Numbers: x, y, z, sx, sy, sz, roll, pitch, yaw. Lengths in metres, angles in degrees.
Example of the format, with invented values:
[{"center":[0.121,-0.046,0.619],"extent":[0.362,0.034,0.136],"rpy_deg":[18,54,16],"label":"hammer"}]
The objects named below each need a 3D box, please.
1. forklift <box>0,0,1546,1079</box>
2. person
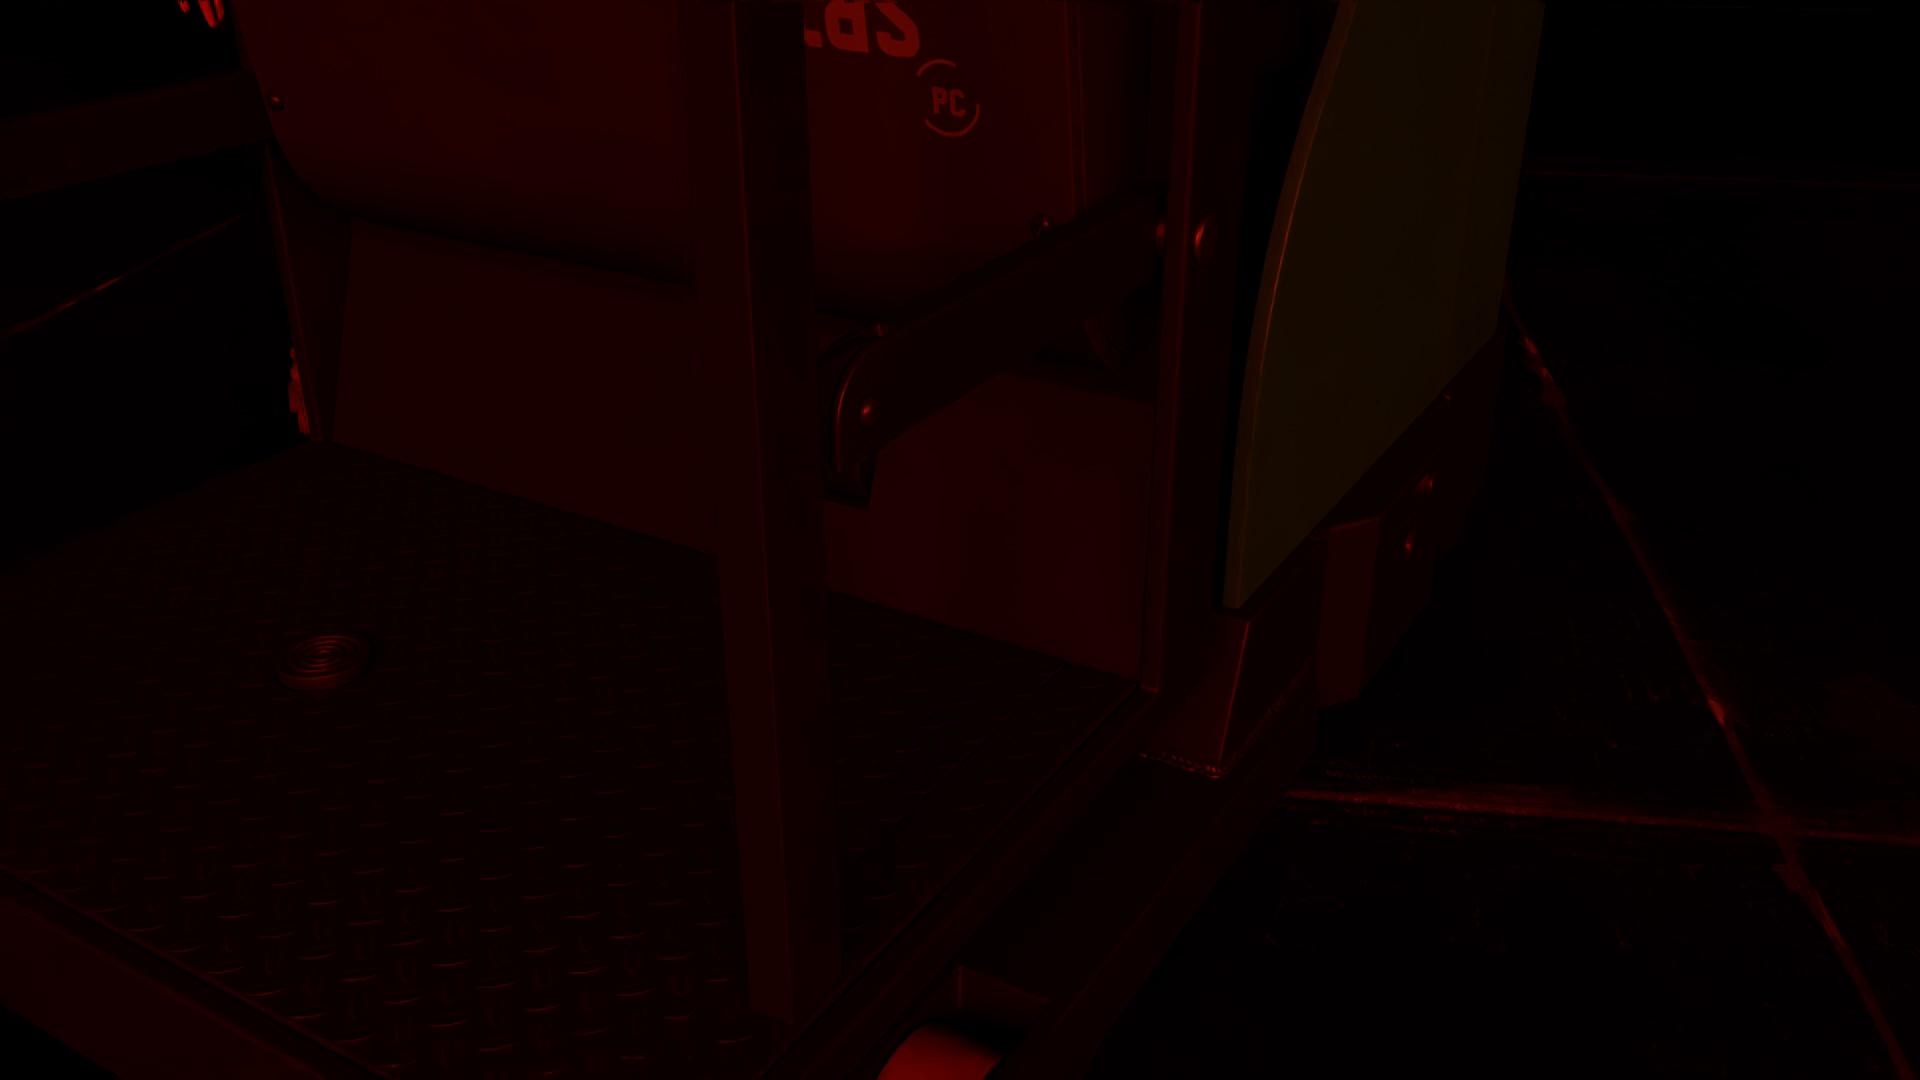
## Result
[{"center":[-0.395,-0.907,1.034],"extent":[1.130,2.935,3.031],"rpy_deg":[15,30,27],"label":"forklift"},{"center":[-0.893,-0.958,2.512],"extent":[0.757,1.727,0.453],"rpy_deg":[14,30,27],"label":"person"}]
